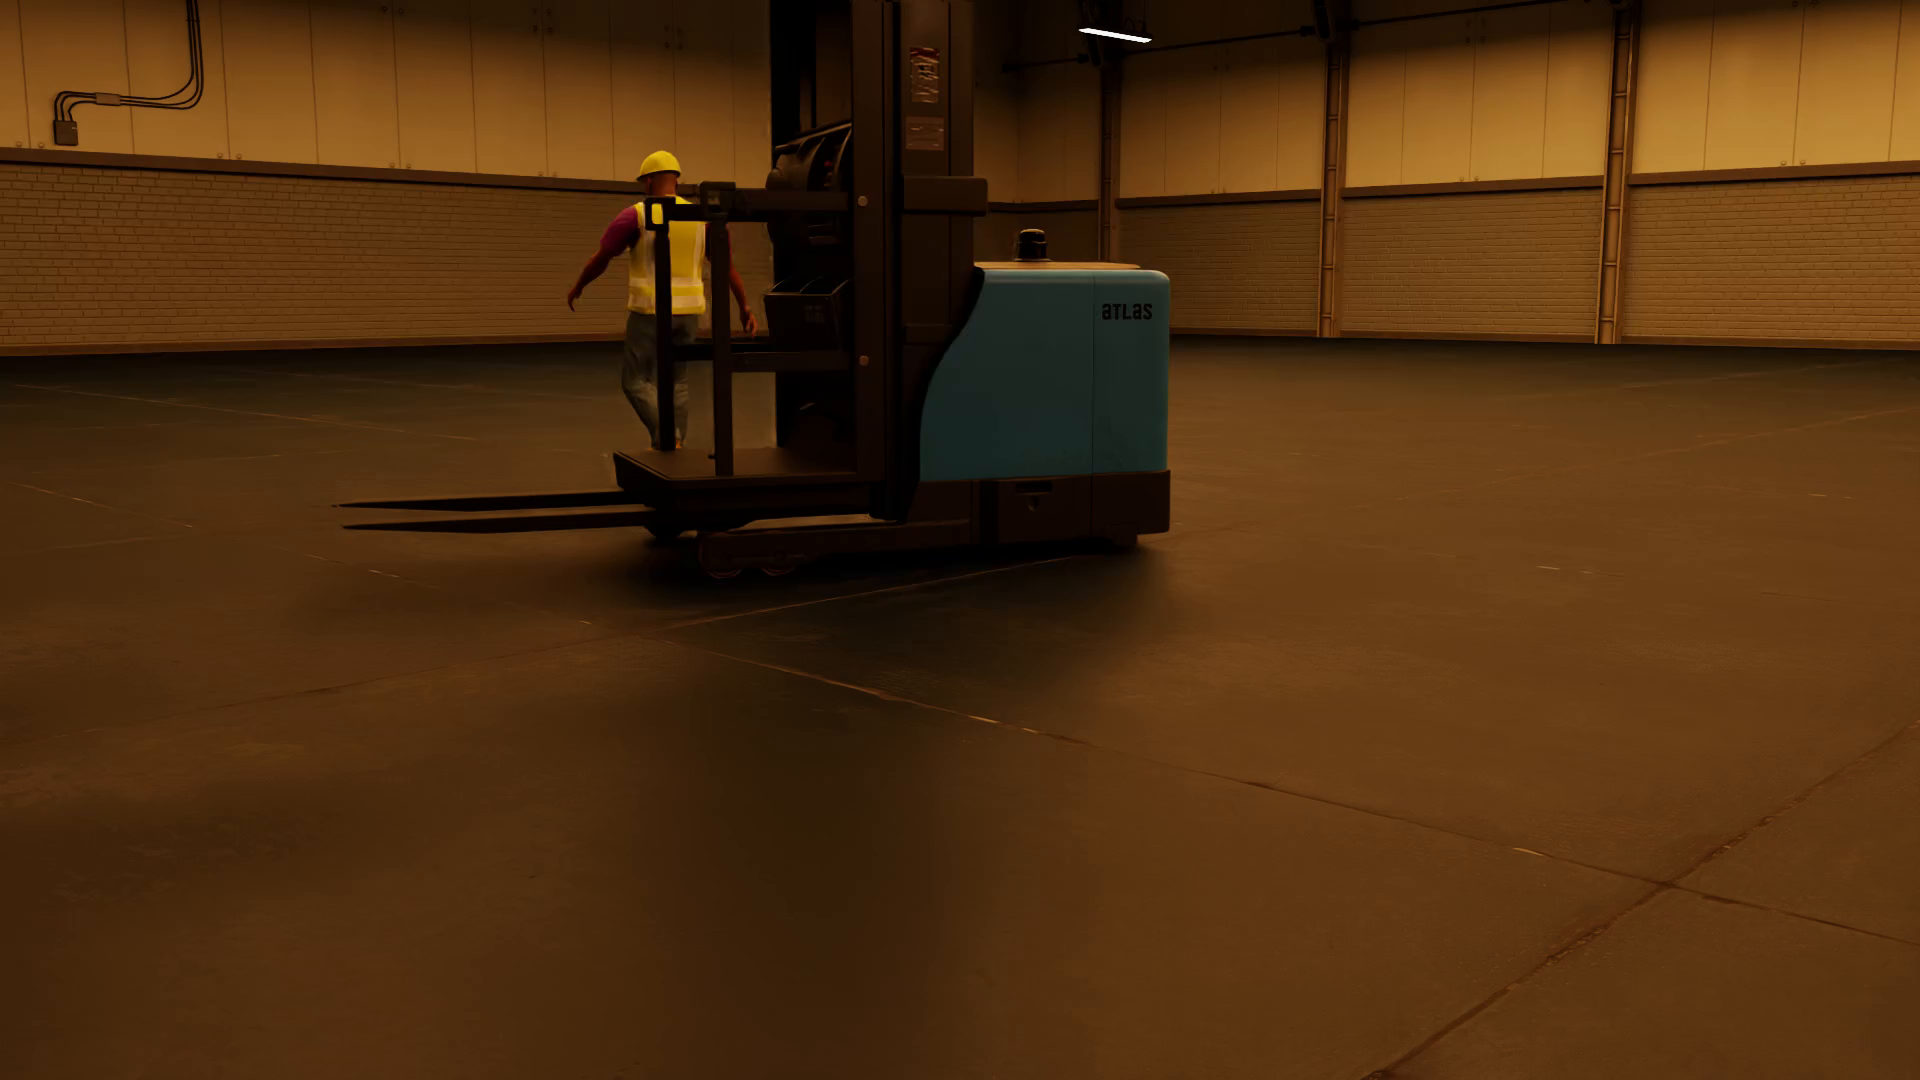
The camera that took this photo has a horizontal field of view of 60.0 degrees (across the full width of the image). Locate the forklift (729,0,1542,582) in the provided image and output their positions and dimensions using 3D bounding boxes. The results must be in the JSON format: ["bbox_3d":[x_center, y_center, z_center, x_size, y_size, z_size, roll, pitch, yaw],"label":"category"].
[{"bbox_3d":[0.574,-1.394,6.133,3.031,2.935,1.130,6,10,33],"label":"forklift"}]

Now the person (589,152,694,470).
[{"bbox_3d":[-1.795,-1.285,9.360,0.629,1.759,0.461,-6,10,-34],"label":"person"}]
